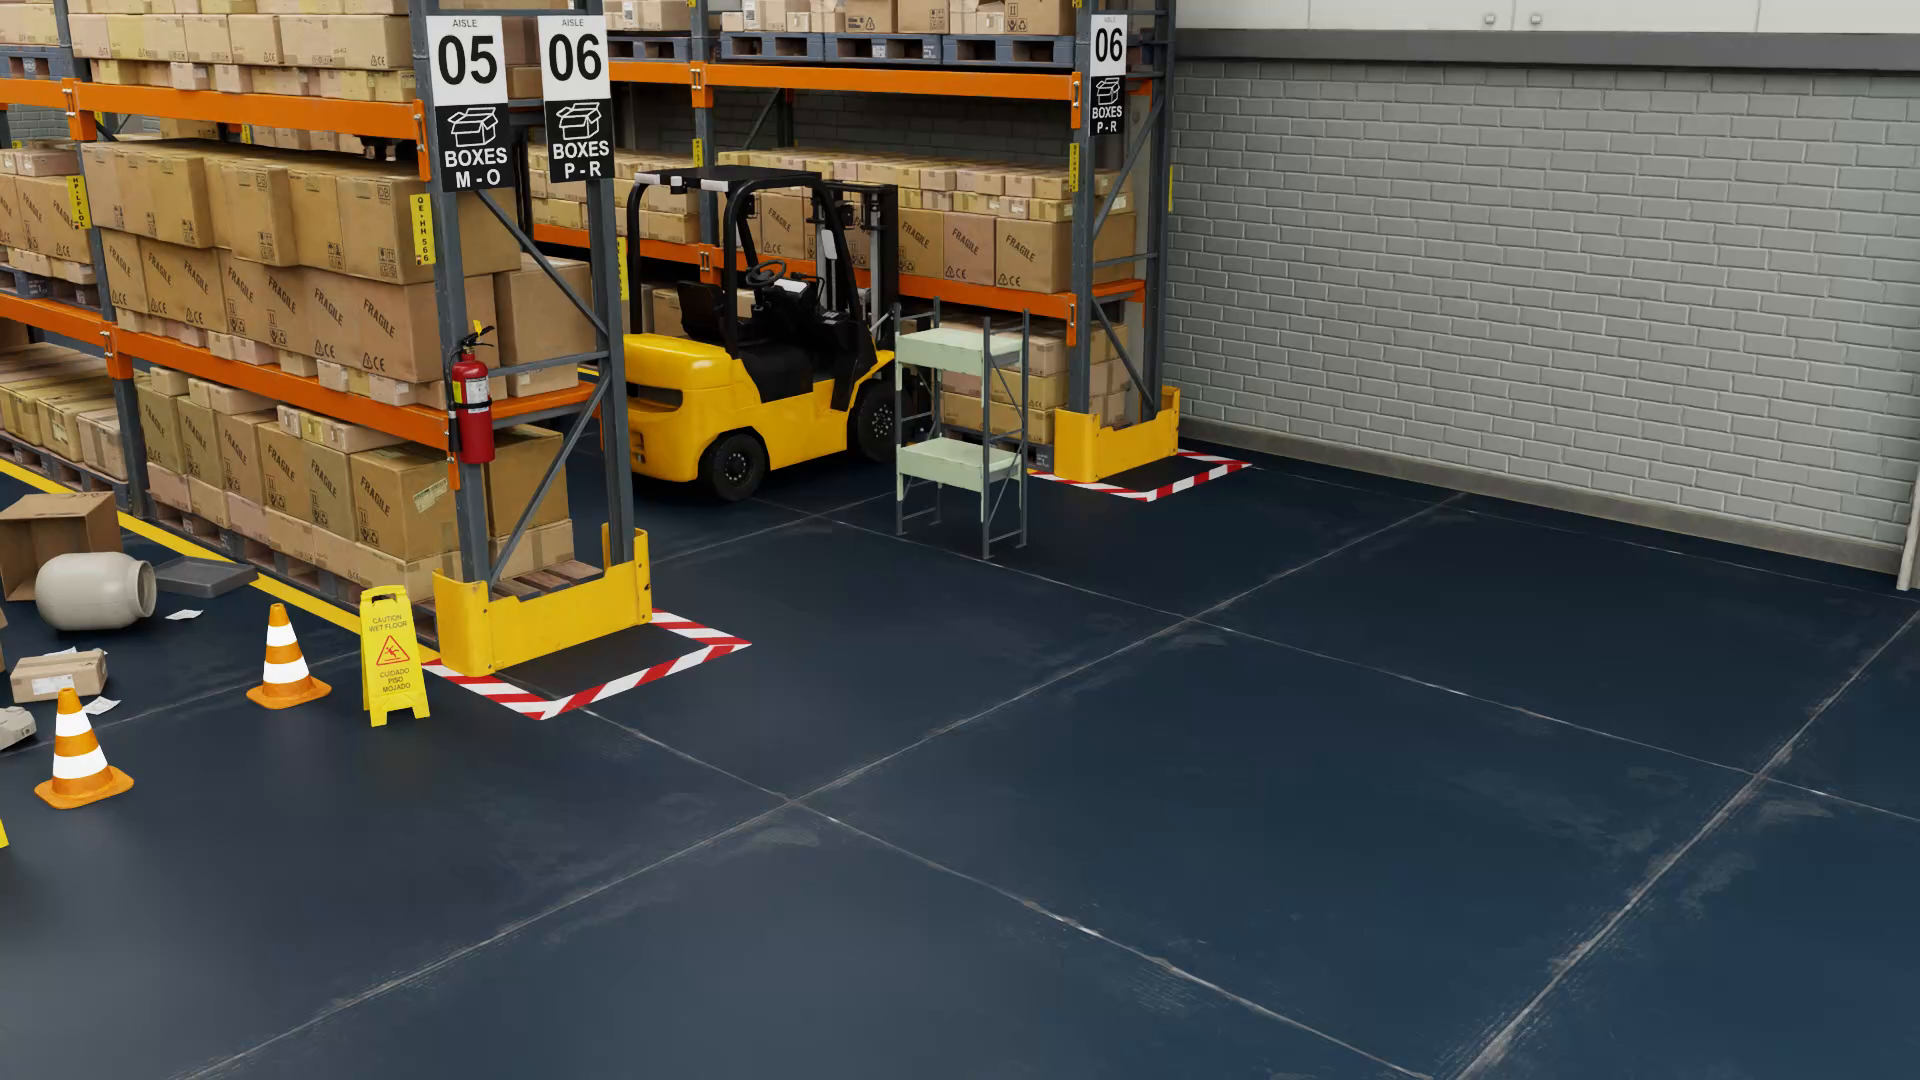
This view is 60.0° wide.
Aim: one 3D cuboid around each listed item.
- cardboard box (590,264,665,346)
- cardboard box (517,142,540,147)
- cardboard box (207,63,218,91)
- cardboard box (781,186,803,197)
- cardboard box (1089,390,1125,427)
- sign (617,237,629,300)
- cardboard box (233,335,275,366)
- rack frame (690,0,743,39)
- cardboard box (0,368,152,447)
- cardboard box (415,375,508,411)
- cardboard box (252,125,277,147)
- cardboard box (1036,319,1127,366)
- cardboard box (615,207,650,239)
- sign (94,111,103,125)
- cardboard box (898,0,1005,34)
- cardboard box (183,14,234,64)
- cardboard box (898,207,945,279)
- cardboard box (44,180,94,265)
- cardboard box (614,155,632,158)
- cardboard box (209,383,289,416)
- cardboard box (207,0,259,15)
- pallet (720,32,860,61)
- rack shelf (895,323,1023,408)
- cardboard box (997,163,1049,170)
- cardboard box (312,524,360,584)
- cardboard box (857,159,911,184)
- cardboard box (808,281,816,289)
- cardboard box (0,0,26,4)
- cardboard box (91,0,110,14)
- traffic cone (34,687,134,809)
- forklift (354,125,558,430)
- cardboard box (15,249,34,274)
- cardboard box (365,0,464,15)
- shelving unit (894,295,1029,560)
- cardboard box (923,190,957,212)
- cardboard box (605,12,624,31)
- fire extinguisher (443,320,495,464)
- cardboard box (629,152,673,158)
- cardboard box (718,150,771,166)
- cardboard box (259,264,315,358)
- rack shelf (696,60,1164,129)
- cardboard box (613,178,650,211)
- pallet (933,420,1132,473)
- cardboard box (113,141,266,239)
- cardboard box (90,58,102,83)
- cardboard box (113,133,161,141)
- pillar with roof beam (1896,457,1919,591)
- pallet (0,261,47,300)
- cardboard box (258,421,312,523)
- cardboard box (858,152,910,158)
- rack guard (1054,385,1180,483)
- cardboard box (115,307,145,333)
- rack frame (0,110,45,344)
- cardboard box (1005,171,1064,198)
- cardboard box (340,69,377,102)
[{"bbox_3d":[-3.375,-2.283,16.078,0.625,0.625,0.875,14,22,37],"label":"cardboard box"},{"bbox_3d":[-4.453,-3.945,16.845,0.250,0.149,0.380,16,24,41],"label":"cardboard box"},{"bbox_3d":[-3.906,-2.562,9.183,0.250,0.149,0.380,15,23,40],"label":"cardboard box"},{"bbox_3d":[-1.231,-2.874,13.470,0.250,0.149,0.380,16,23,40],"label":"cardboard box"},{"bbox_3d":[0.916,-1.034,12.761,0.500,0.250,0.500,15,23,39],"label":"cardboard box"},{"bbox_3d":[-1.779,-1.413,8.674,0.005,0.325,0.100,15,23,39],"label":"sign"},{"bbox_3d":[-3.950,-1.122,9.603,0.250,0.149,0.380,15,23,39],"label":"cardboard box"},{"bbox_3d":[-1.839,-5.664,13.582,0.127,3.000,1.000,15,23,39],"label":"rack frame"},{"bbox_3d":[-6.586,-1.016,12.504,0.625,0.372,0.950,16,24,41],"label":"cardboard box"},{"bbox_3d":[-2.561,-0.784,8.540,0.250,0.149,0.380,16,24,41],"label":"cardboard box"},{"bbox_3d":[-7.609,-4.511,19.007,0.500,0.500,0.700,16,23,41],"label":"cardboard box"},{"bbox_3d":[0.919,-1.507,12.599,0.500,0.250,0.500,15,23,38],"label":"cardboard box"},{"bbox_3d":[-2.769,-2.875,14.959,0.500,0.250,0.500,15,23,39],"label":"cardboard box"},{"bbox_3d":[-11.174,-5.504,21.564,0.005,0.325,0.100,15,23,39],"label":"sign"},{"bbox_3d":[-0.039,-3.988,12.237,0.500,0.500,0.700,15,23,40],"label":"cardboard box"},{"bbox_3d":[-3.846,-2.725,9.035,0.500,0.250,0.500,15,23,40],"label":"cardboard box"},{"bbox_3d":[-0.155,-2.297,12.727,0.500,0.500,0.500,14,23,38],"label":"cardboard box"},{"bbox_3d":[-5.628,-2.111,10.954,0.500,0.500,0.500,15,23,38],"label":"cardboard box"},{"bbox_3d":[-3.217,-3.429,15.222,0.250,0.149,0.380,15,23,40],"label":"cardboard box"},{"bbox_3d":[-4.226,-0.862,9.910,0.250,0.149,0.380,17,24,42],"label":"cardboard box"},{"bbox_3d":[-3.757,-2.869,8.831,0.250,0.149,0.380,16,23,41],"label":"cardboard box"},{"bbox_3d":[-1.184,-4.027,13.528,1.213,0.211,1.003,15,23,39],"label":"pallet"},{"bbox_3d":[0.005,-1.085,10.263,0.720,0.370,0.431,15,23,39],"label":"rack shelf"},{"bbox_3d":[0.488,-2.779,12.679,0.250,0.149,0.380,15,23,40],"label":"cardboard box"},{"bbox_3d":[-3.304,0.026,9.423,0.500,0.250,0.500,15,23,39],"label":"cardboard box"},{"bbox_3d":[-0.583,-2.885,13.015,0.250,0.149,0.380,15,23,39],"label":"cardboard box"},{"bbox_3d":[-1.342,-2.116,14.517,0.500,0.250,0.500,16,23,40],"label":"cardboard box"},{"bbox_3d":[-6.427,-3.765,11.284,0.500,0.250,0.500,16,23,40],"label":"cardboard box"},{"bbox_3d":[-4.898,-3.188,9.837,0.250,0.149,0.380,16,24,41],"label":"cardboard box"},{"bbox_3d":[-3.799,0.857,7.148,0.334,0.463,0.336,15,23,39],"label":"traffic cone"},{"bbox_3d":[-3.720,-2.066,12.275,1.130,2.935,3.031,-2,18,-7],"label":"forklift"},{"bbox_3d":[-6.294,-1.953,11.527,0.250,0.149,0.380,15,23,40],"label":"cardboard box"},{"bbox_3d":[-2.588,-2.569,7.885,0.250,0.149,0.380,15,23,40],"label":"cardboard box"},{"bbox_3d":[0.005,-0.714,10.381,0.755,1.500,0.431,15,23,39],"label":"shelving unit"},{"bbox_3d":[-0.065,-2.570,12.514,0.250,0.149,0.380,14,22,38],"label":"cardboard box"},{"bbox_3d":[-2.863,-4.514,14.474,0.250,0.149,0.380,15,23,39],"label":"cardboard box"},{"bbox_3d":[-2.359,-0.713,8.029,0.183,0.674,0.296,15,23,39],"label":"fire extinguisher"},{"bbox_3d":[-2.878,-3.548,15.596,0.250,0.149,0.380,15,23,39],"label":"cardboard box"},{"bbox_3d":[-1.797,-3.172,13.918,0.250,0.149,0.380,16,23,40],"label":"cardboard box"},{"bbox_3d":[-3.471,-1.316,9.144,0.500,0.500,0.500,15,23,39],"label":"cardboard box"},{"bbox_3d":[-0.343,-3.490,12.879,4.000,0.370,1.077,15,23,39],"label":"rack shelf"},{"bbox_3d":[-2.765,-3.114,14.885,0.500,0.250,0.500,14,23,38],"label":"cardboard box"},{"bbox_3d":[0.553,-0.816,12.835,1.213,0.211,1.003,15,23,39],"label":"pallet"},{"bbox_3d":[-4.578,-2.102,9.966,0.500,0.500,0.700,15,23,40],"label":"cardboard box"},{"bbox_3d":[-5.059,-2.871,10.157,0.250,0.149,0.380,15,23,38],"label":"cardboard box"},{"bbox_3d":[-10.653,-5.132,21.580,0.500,0.250,0.500,15,23,40],"label":"cardboard box"},{"bbox_3d":[2.861,-3.026,5.269,0.400,9.000,9.100,15,23,39],"label":"pillar with roof beam"},{"bbox_3d":[-6.615,-2.004,12.285,1.213,0.211,1.003,15,23,39],"label":"pallet"},{"bbox_3d":[-3.677,-0.433,9.630,0.500,0.500,0.500,14,23,38],"label":"cardboard box"},{"bbox_3d":[-0.623,-3.105,13.706,0.250,0.149,0.380,15,23,38],"label":"cardboard box"},{"bbox_3d":[1.171,-0.805,12.322,0.348,0.500,1.175,15,23,39],"label":"rack guard"},{"bbox_3d":[-5.108,-1.425,10.559,0.250,0.149,0.380,15,23,39],"label":"cardboard box"},{"bbox_3d":[-8.122,-2.484,13.479,0.127,3.000,1.000,15,23,39],"label":"rack frame"},{"bbox_3d":[0.540,-2.567,12.011,0.250,0.149,0.380,15,23,39],"label":"cardboard box"},{"bbox_3d":[-2.799,-2.238,8.163,0.250,0.149,0.380,15,23,40],"label":"cardboard box"}]
